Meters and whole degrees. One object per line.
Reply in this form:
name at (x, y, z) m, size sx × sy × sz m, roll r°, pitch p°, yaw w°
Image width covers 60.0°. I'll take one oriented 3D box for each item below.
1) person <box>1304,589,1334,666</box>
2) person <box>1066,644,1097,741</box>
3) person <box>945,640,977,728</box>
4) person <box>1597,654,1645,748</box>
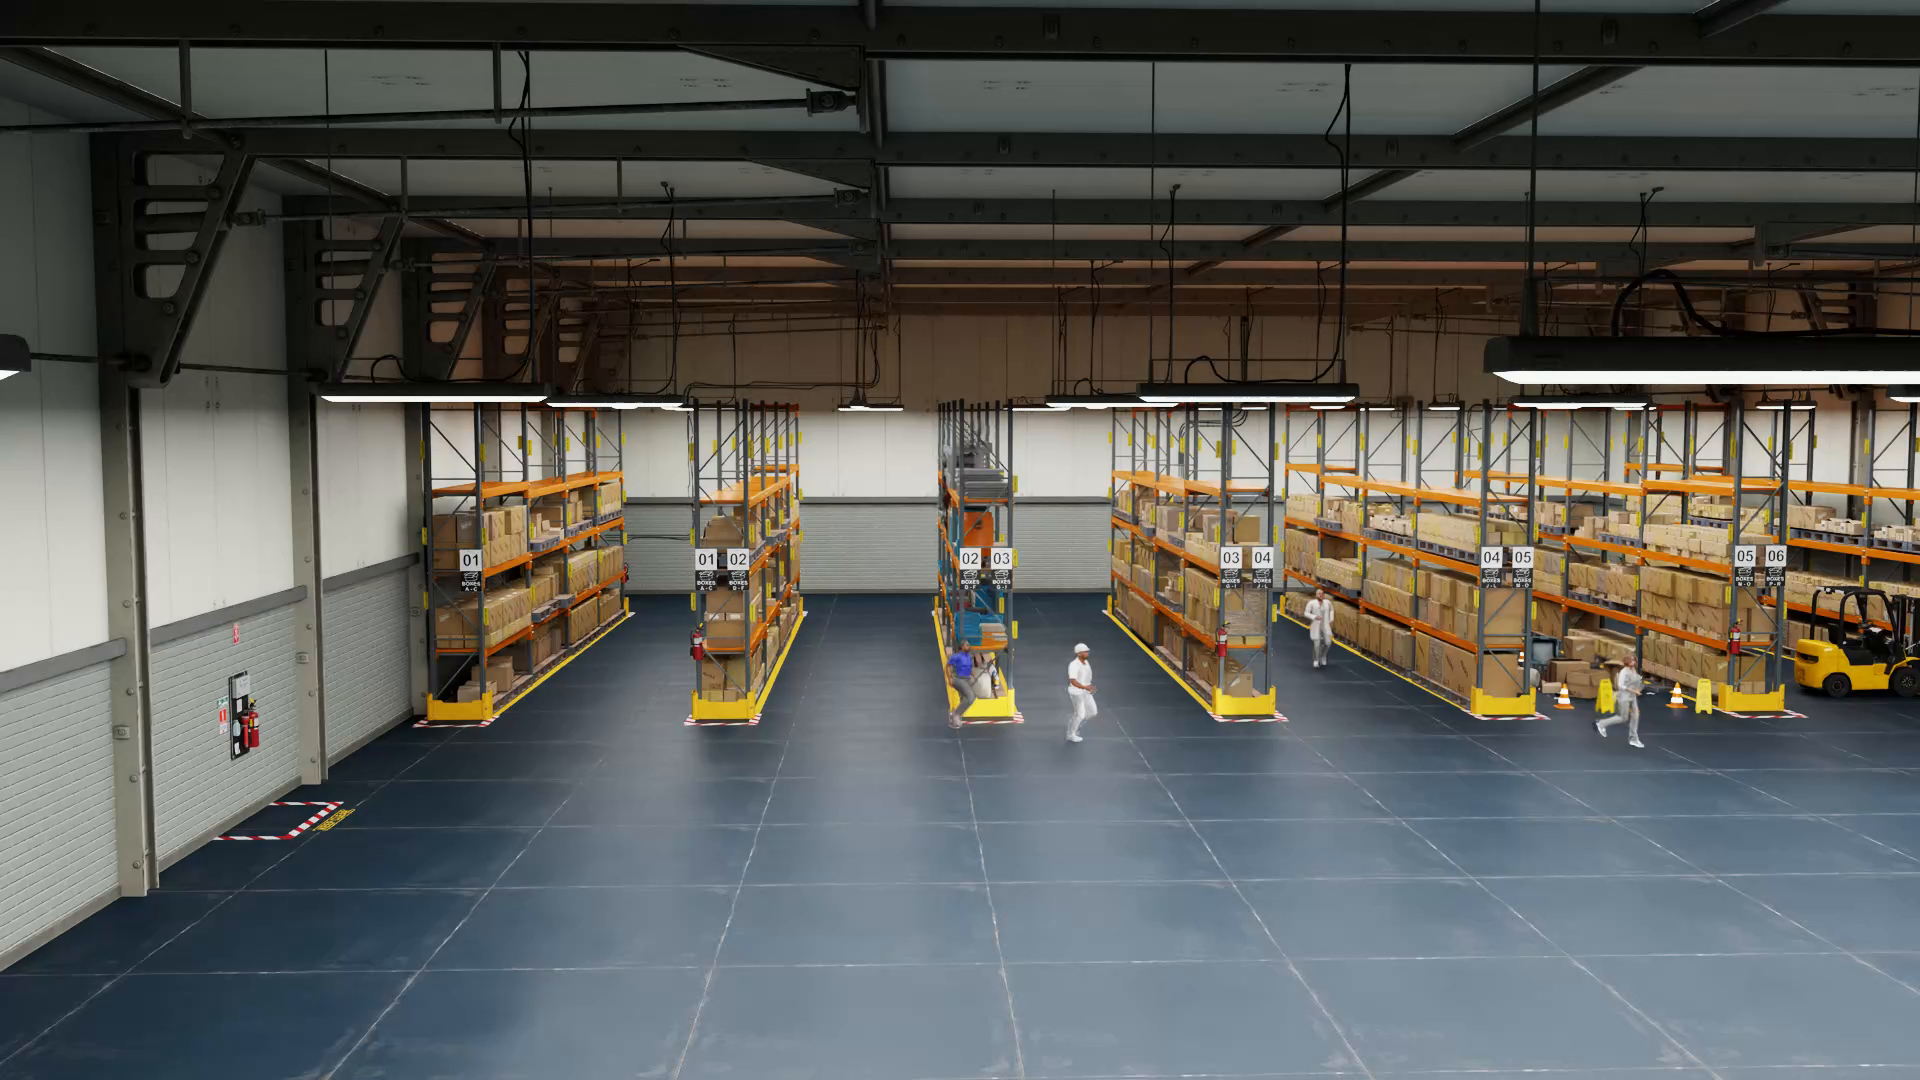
person at (8.131, 1.990, 37.515) m, size 0.735 × 1.760 × 0.691 m, roll 0°, pitch 4°, yaw -4°
person at (2.150, 2.657, 29.025) m, size 0.630 × 1.713 × 0.688 m, roll 3°, pitch 5°, yaw 31°
person at (0.097, 2.621, 30.311) m, size 0.567 × 1.585 × 0.593 m, roll 3°, pitch 5°, yaw 33°
person at (11.482, 2.760, 28.760) m, size 0.548 × 1.595 × 0.806 m, roll -4°, pitch 6°, yaw -43°
